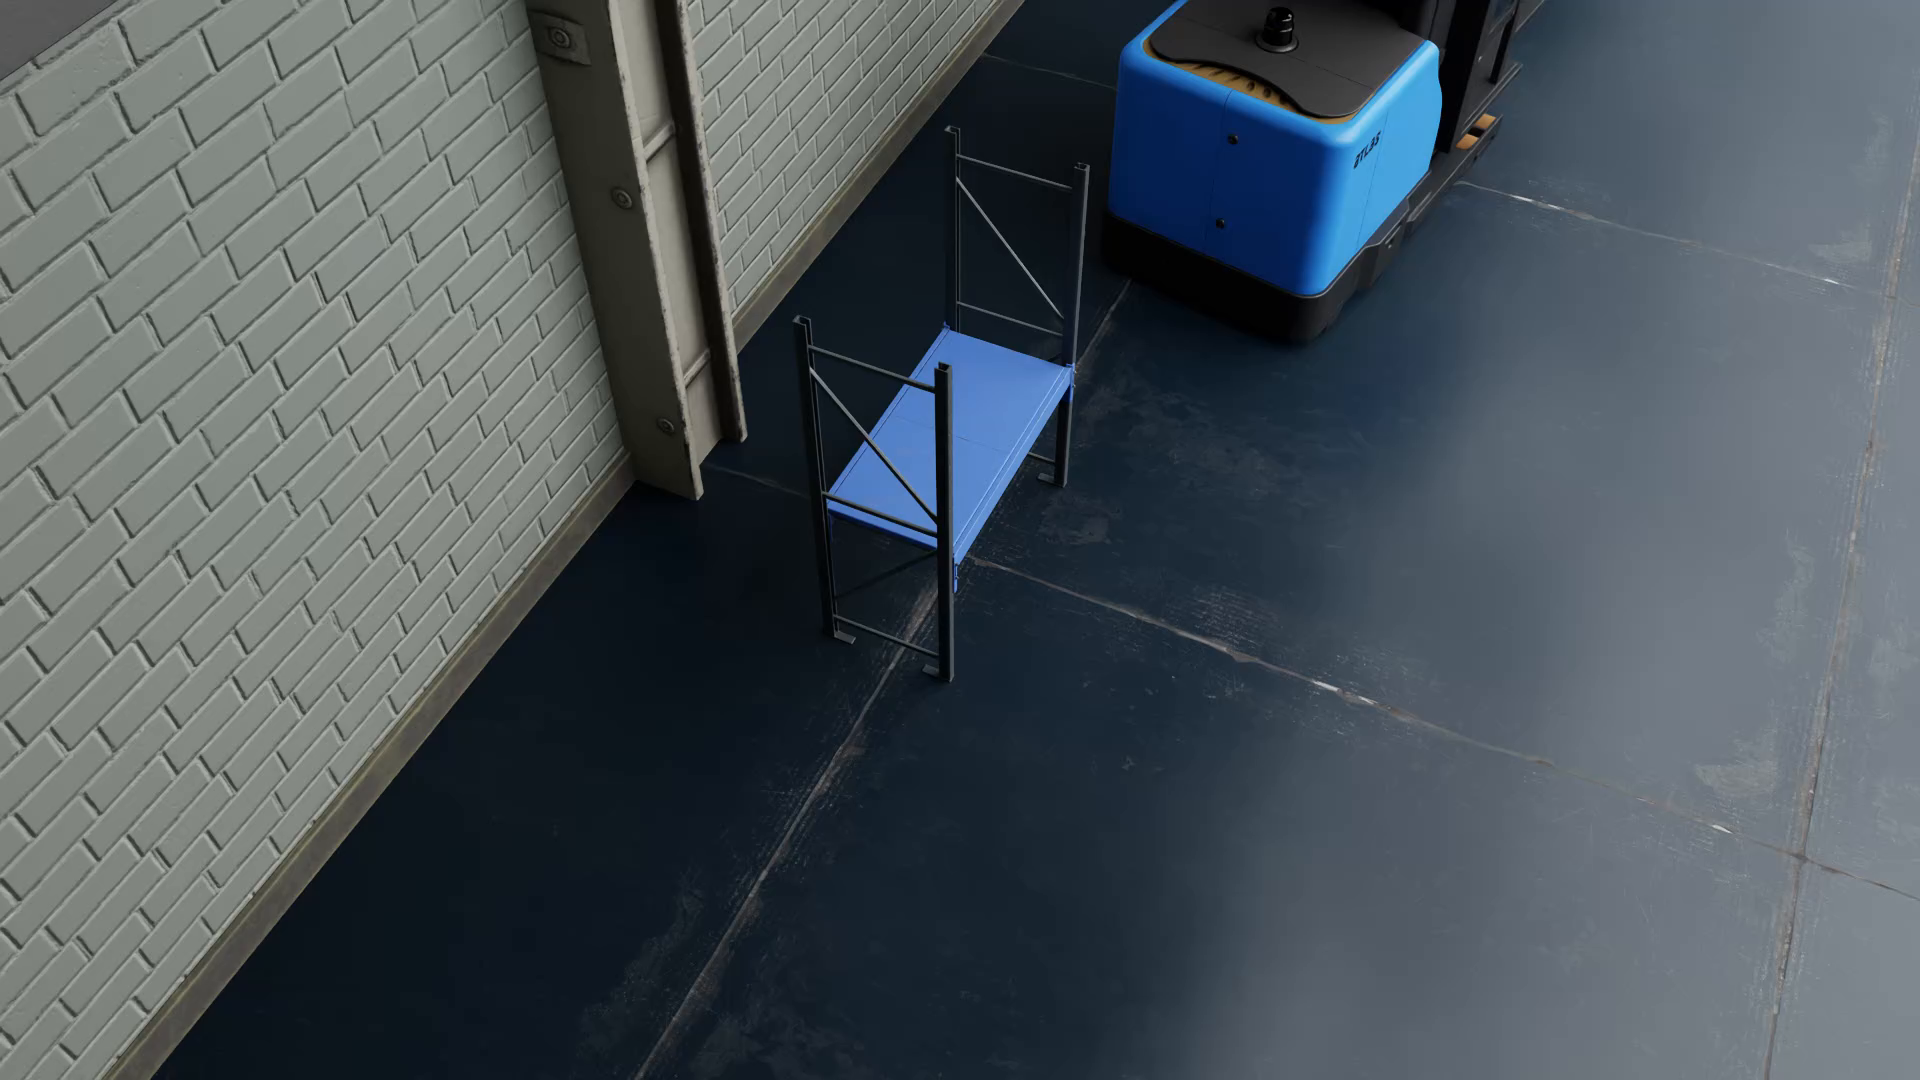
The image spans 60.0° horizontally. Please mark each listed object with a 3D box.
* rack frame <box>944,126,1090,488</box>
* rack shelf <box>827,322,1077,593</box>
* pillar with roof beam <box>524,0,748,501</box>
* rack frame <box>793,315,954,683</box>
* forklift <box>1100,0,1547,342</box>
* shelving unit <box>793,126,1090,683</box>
[{"bbox_3d":[0.181,-0.777,5.927,0.500,1.500,0.032,20,52,16],"label":"rack frame"},{"bbox_3d":[-0.036,-0.311,5.766,0.538,0.185,1.000,20,52,16],"label":"rack shelf"},{"bbox_3d":[2.828,-1.851,1.916,9.100,9.000,0.400,20,52,16],"label":"pillar with roof beam"},{"bbox_3d":[-0.254,-0.077,5.331,0.500,1.500,0.032,20,52,16],"label":"rack frame"},{"bbox_3d":[1.875,-2.856,6.756,1.130,2.935,3.031,29,55,22],"label":"forklift"},{"bbox_3d":[-0.036,-0.427,5.629,0.538,1.500,1.048,20,52,16],"label":"shelving unit"}]
